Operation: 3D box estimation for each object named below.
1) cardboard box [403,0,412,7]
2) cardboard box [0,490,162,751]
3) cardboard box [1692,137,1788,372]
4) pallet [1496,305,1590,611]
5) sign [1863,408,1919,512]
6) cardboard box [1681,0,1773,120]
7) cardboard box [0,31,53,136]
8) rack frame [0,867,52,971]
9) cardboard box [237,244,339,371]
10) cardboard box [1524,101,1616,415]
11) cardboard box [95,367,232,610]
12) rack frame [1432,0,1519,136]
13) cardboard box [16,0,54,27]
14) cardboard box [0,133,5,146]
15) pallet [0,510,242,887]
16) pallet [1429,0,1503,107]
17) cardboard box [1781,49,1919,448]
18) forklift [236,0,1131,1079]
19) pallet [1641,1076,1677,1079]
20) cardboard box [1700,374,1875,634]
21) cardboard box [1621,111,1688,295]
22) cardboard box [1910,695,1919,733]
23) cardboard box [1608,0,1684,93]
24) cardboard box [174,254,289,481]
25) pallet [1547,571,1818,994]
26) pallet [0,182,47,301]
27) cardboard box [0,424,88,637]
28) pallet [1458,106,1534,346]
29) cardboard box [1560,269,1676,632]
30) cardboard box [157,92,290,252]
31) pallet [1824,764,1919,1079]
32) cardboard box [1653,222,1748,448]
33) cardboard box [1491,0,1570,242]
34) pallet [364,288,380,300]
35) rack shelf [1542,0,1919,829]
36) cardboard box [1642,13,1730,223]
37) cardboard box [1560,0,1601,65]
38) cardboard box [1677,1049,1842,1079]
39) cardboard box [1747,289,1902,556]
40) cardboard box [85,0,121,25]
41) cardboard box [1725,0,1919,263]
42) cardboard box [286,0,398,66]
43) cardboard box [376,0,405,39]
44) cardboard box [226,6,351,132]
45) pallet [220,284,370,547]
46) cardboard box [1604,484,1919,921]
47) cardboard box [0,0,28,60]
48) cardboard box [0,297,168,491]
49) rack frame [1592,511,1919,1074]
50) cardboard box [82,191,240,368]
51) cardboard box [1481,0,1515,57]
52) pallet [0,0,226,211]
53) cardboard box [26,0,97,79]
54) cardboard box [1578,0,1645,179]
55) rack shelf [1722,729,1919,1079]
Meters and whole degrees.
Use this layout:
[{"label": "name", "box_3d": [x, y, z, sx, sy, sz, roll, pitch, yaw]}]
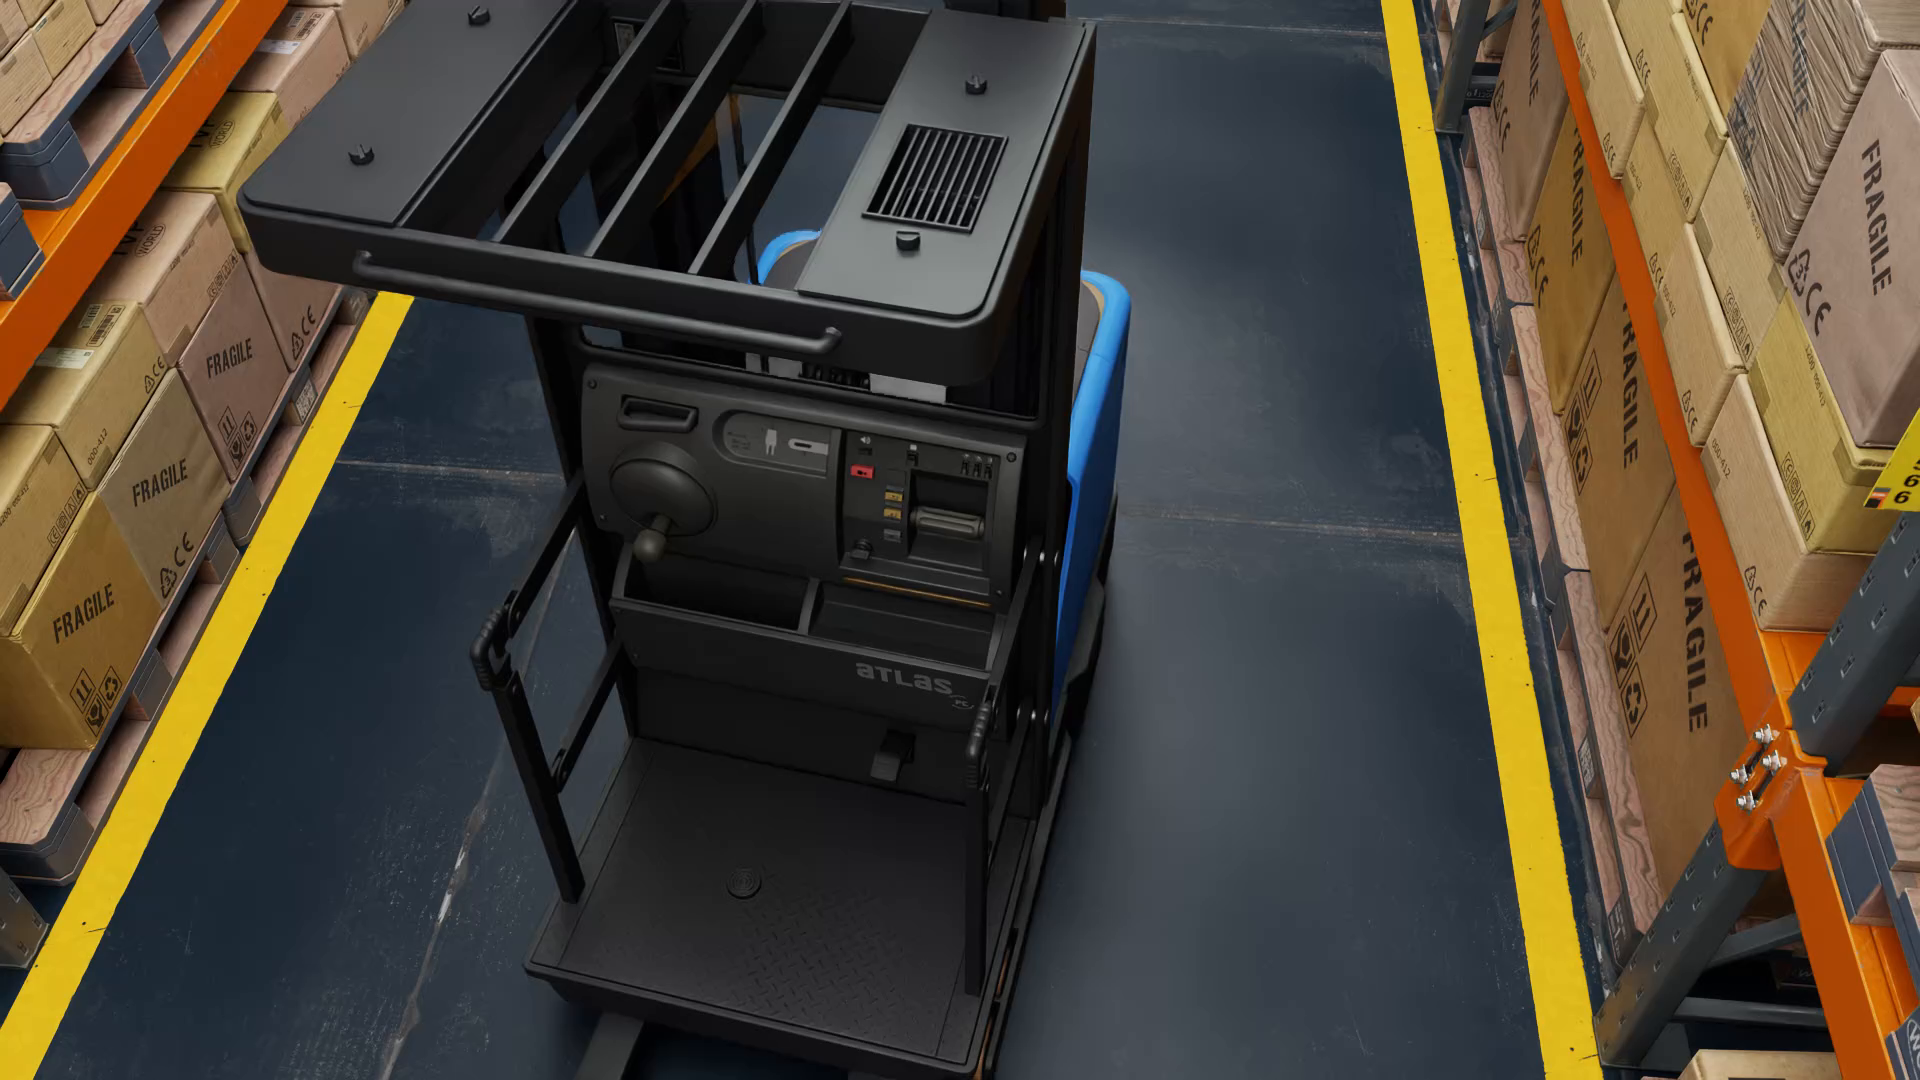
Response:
[{"label": "cardboard box", "box_3d": [-2.151, -2.358, 7.021, 0.380, 0.149, 0.250, 2, 48, 2]}, {"label": "cardboard box", "box_3d": [-2.550, 0.206, 4.438, 0.500, 0.500, 0.500, 2, 48, 2]}, {"label": "cardboard box", "box_3d": [1.904, -0.602, 3.531, 0.500, 0.250, 0.500, 3, 48, 3]}, {"label": "pallet", "box_3d": [2.331, -0.262, 5.346, 1.003, 0.211, 1.213, 4, 48, 4]}, {"label": "sign", "box_3d": [1.517, -0.160, 2.579, 0.100, 0.325, 0.005, 4, 48, 4]}, {"label": "cardboard box", "box_3d": [1.947, -1.245, 3.611, 0.500, 0.500, 0.500, 4, 48, 4]}, {"label": "cardboard box", "box_3d": [-2.533, -1.155, 4.159, 0.380, 0.149, 0.250, 5, 48, 5]}, {"label": "rack frame", "box_3d": [-2.869, 0.007, 3.211, 1.000, 3.000, 0.127, 4, 48, 4]}, {"label": "cardboard box", "box_3d": [-2.419, -0.916, 5.464, 0.500, 0.500, 0.500, 3, 48, 3]}, {"label": "cardboard box", "box_3d": [2.383, -0.973, 5.262, 0.875, 0.875, 0.875, 5, 48, 5]}, {"label": "cardboard box", "box_3d": [-2.508, -0.163, 4.776, 0.500, 0.500, 0.500, 4, 48, 4]}, {"label": "rack frame", "box_3d": [2.434, -2.674, 5.663, 1.000, 3.000, 0.127, 4, 48, 4]}, {"label": "cardboard box", "box_3d": [-2.509, -1.438, 4.217, 0.380, 0.149, 0.250, 3, 48, 3]}, {"label": "cardboard box", "box_3d": [-2.555, -0.959, 3.980, 0.380, 0.149, 0.250, 6, 48, 5]}, {"label": "pallet", "box_3d": [-2.796, 0.374, 4.765, 1.003, 0.211, 1.213, 4, 48, 4]}, {"label": "pallet", "box_3d": [2.582, -2.286, 7.198, 1.003, 0.211, 1.213, 4, 48, 4]}, {"label": "cardboard box", "box_3d": [1.857, -0.503, 2.932, 0.500, 0.500, 0.500, 3, 48, 2]}, {"label": "forklift", "box_3d": [-0.382, -0.001, 3.264, 1.130, 2.935, 3.031, 10, 48, 9]}, {"label": "pallet", "box_3d": [1.997, 1.781, 3.478, 1.003, 0.211, 1.213, 4, 48, 4]}, {"label": "cardboard box", "box_3d": [1.857, -0.073, 3.385, 0.500, 0.250, 0.500, 2, 48, 2]}, {"label": "cardboard box", "box_3d": [1.950, -0.818, 4.067, 0.500, 0.250, 0.500, 3, 48, 3]}, {"label": "cardboard box", "box_3d": [1.798, 0.305, 2.384, 0.500, 0.500, 0.500, 3, 48, 2]}, {"label": "cardboard box", "box_3d": [1.977, -1.362, 4.225, 0.500, 0.250, 0.500, 3, 48, 2]}, {"label": "cardboard box", "box_3d": [-2.466, -0.541, 5.121, 0.500, 0.500, 0.500, 3, 48, 3]}, {"label": "pallet", "box_3d": [2.217, 0.633, 4.528, 1.003, 0.211, 1.213, 4, 48, 4]}, {"label": "pallet", "box_3d": [-2.910, -0.459, 3.767, 1.213, 0.211, 1.003, 4, 48, 4]}, {"label": "cardboard box", "box_3d": [-2.565, -0.035, 4.150, 0.500, 0.250, 0.500, 2, 48, 2]}, {"label": "pallet", "box_3d": [2.439, -1.160, 6.168, 1.003, 0.211, 1.213, 4, 48, 4]}, {"label": "cardboard box", "box_3d": [2.301, -0.316, 4.662, 0.875, 0.875, 0.875, 4, 48, 4]}, {"label": "cardboard box", "box_3d": [-2.414, -1.153, 5.173, 0.500, 0.250, 0.500, 2, 48, 2]}, {"label": "pallet", "box_3d": [2.111, 0.861, 2.559, 1.213, 0.211, 1.003, 4, 48, 4]}, {"label": "cardboard box", "box_3d": [1.888, -0.449, 3.730, 0.500, 0.250, 0.500, 5, 48, 4]}, {"label": "cardboard box", "box_3d": [2.458, -1.637, 5.870, 0.875, 0.875, 0.875, 5, 48, 5]}, {"label": "pallet", "box_3d": [-2.574, -1.419, 6.405, 1.003, 0.211, 1.213, 4, 48, 4]}, {"label": "rack shelf", "box_3d": [2.252, -0.961, 4.584, 1.077, 0.370, 4.000, 4, 48, 4]}, {"label": "cardboard box", "box_3d": [1.930, -0.980, 3.876, 0.500, 0.250, 0.500, 3, 48, 3]}, {"label": "cardboard box", "box_3d": [2.023, -1.562, 4.747, 0.500, 0.250, 0.500, 4, 48, 3]}, {"label": "cardboard box", "box_3d": [2.008, 1.425, 3.410, 0.950, 0.372, 0.625, 1, 48, 1]}, {"label": "cardboard box", "box_3d": [1.861, -0.225, 3.186, 0.500, 0.250, 0.500, 4, 48, 3]}, {"label": "cardboard box", "box_3d": [-2.483, -1.531, 4.503, 0.380, 0.149, 0.250, 2, 48, 2]}, {"label": "cardboard box", "box_3d": [1.895, -0.881, 3.277, 0.500, 0.500, 0.500, 5, 48, 4]}, {"label": "cardboard box", "box_3d": [-2.320, -1.919, 5.874, 0.500, 0.250, 0.500, 3, 48, 2]}, {"label": "cardboard box", "box_3d": [-2.321, -1.670, 6.154, 0.500, 0.500, 0.500, 3, 48, 3]}, {"label": "cardboard box", "box_3d": [-2.380, -1.542, 5.529, 0.500, 0.250, 0.500, 6, 48, 5]}, {"label": "pallet", "box_3d": [-2.682, -0.520, 5.583, 1.003, 0.211, 1.213, 4, 48, 4]}, {"label": "cardboard box", "box_3d": [2.216, 0.339, 4.062, 0.875, 0.875, 0.875, 3, 48, 3]}, {"label": "cardboard box", "box_3d": [-2.535, -1.256, 4.050, 0.380, 0.149, 0.250, 4, 48, 4]}, {"label": "cardboard box", "box_3d": [-2.519, -0.407, 4.491, 0.500, 0.250, 0.500, 3, 48, 3]}, {"label": "rack frame", "box_3d": [2.070, 0.266, 2.974, 1.000, 3.000, 0.127, 4, 48, 4]}, {"label": "cardboard box", "box_3d": [-2.461, -0.770, 4.823, 0.500, 0.250, 0.500, 4, 48, 4]}, {"label": "cardboard box", "box_3d": [2.599, -2.405, 6.868, 0.875, 0.438, 0.875, 3, 48, 3]}, {"label": "pallet", "box_3d": [-2.729, -1.386, 4.615, 1.003, 0.211, 1.213, 4, 48, 4]}, {"label": "cardboard box", "box_3d": [-2.508, -1.340, 4.328, 0.380, 0.149, 0.250, 4, 48, 4]}, {"label": "cardboard box", "box_3d": [1.969, -1.195, 4.412, 0.500, 0.250, 0.500, 3, 48, 3]}, {"label": "rack shelf", "box_3d": [1.888, 1.978, 1.895, 1.077, 0.370, 4.000, 4, 48, 4]}]
